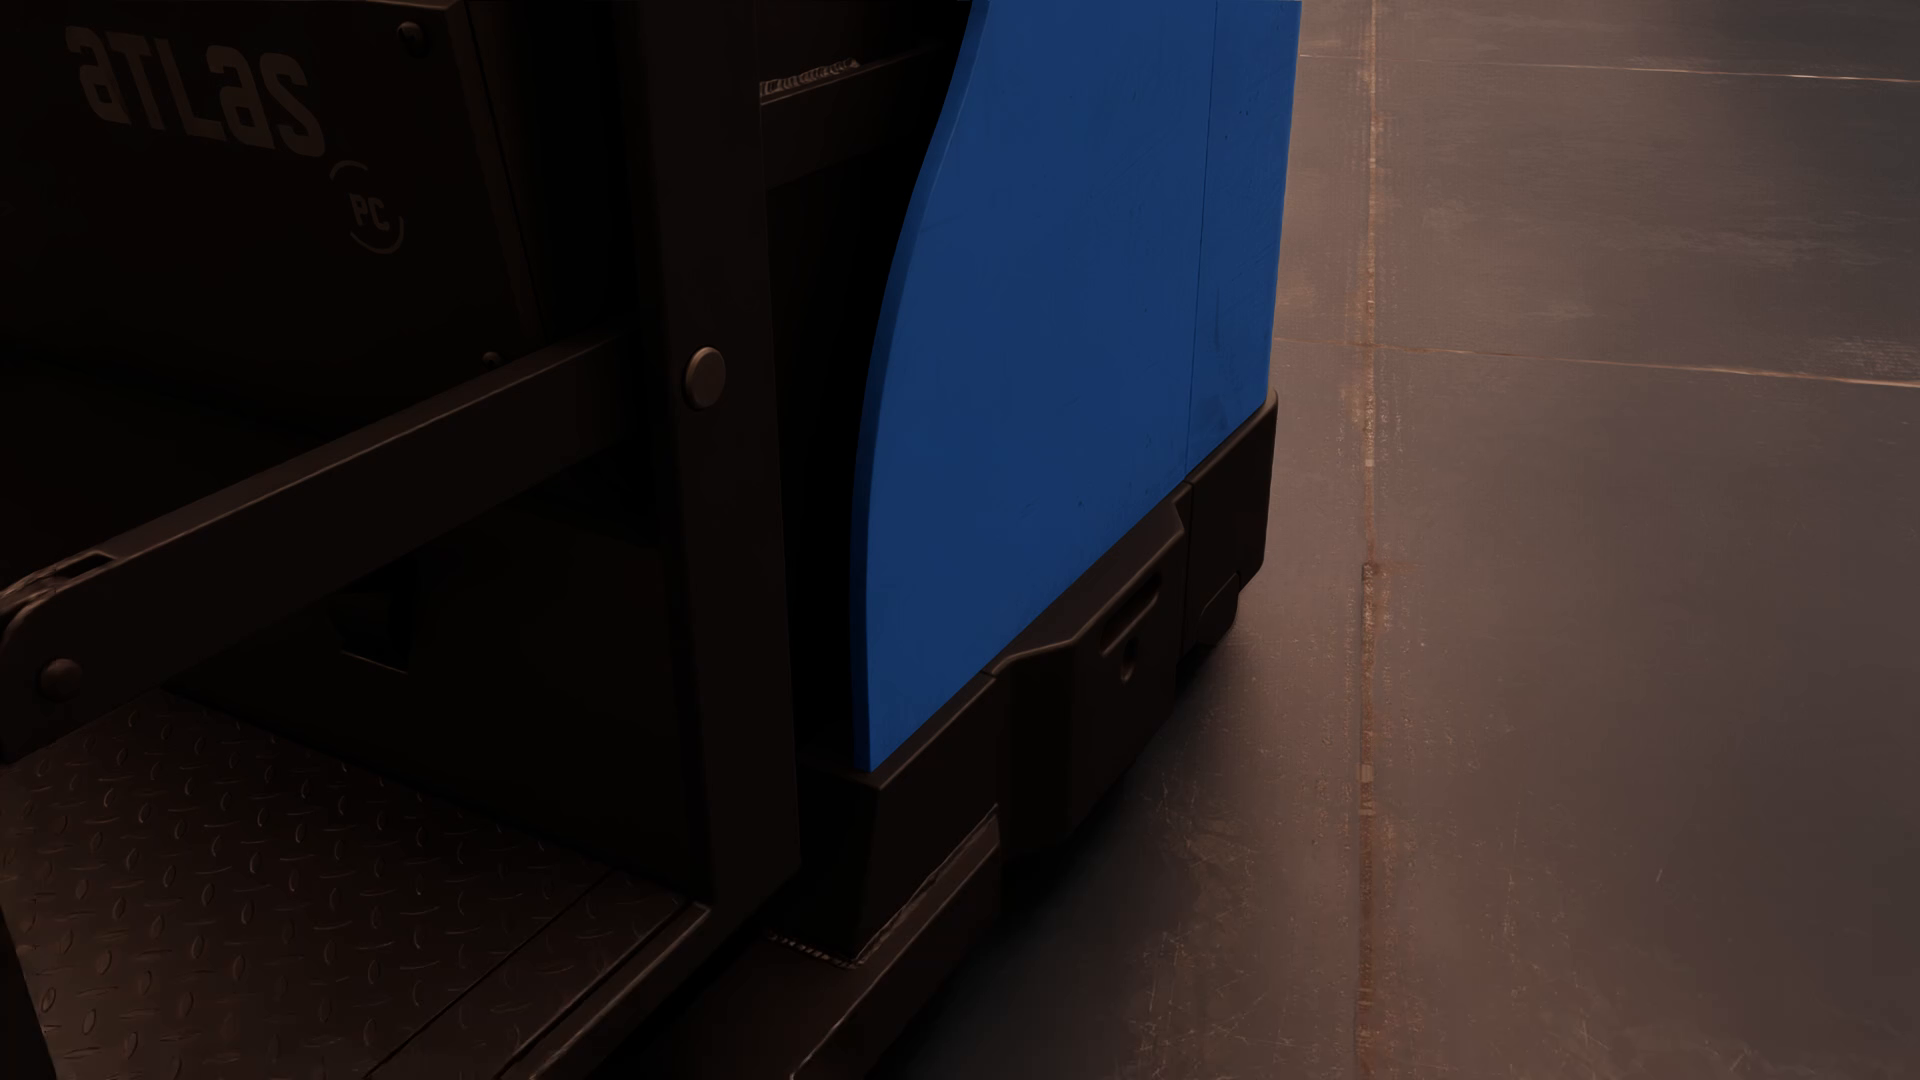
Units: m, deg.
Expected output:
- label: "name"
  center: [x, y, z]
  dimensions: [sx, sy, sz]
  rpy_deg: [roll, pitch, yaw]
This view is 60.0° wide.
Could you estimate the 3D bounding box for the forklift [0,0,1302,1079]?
- label: "forklift"
  center: [-0.745, -0.767, 0.766]
  dimensions: [1.130, 2.935, 3.031]
  rpy_deg: [14, 30, 26]
